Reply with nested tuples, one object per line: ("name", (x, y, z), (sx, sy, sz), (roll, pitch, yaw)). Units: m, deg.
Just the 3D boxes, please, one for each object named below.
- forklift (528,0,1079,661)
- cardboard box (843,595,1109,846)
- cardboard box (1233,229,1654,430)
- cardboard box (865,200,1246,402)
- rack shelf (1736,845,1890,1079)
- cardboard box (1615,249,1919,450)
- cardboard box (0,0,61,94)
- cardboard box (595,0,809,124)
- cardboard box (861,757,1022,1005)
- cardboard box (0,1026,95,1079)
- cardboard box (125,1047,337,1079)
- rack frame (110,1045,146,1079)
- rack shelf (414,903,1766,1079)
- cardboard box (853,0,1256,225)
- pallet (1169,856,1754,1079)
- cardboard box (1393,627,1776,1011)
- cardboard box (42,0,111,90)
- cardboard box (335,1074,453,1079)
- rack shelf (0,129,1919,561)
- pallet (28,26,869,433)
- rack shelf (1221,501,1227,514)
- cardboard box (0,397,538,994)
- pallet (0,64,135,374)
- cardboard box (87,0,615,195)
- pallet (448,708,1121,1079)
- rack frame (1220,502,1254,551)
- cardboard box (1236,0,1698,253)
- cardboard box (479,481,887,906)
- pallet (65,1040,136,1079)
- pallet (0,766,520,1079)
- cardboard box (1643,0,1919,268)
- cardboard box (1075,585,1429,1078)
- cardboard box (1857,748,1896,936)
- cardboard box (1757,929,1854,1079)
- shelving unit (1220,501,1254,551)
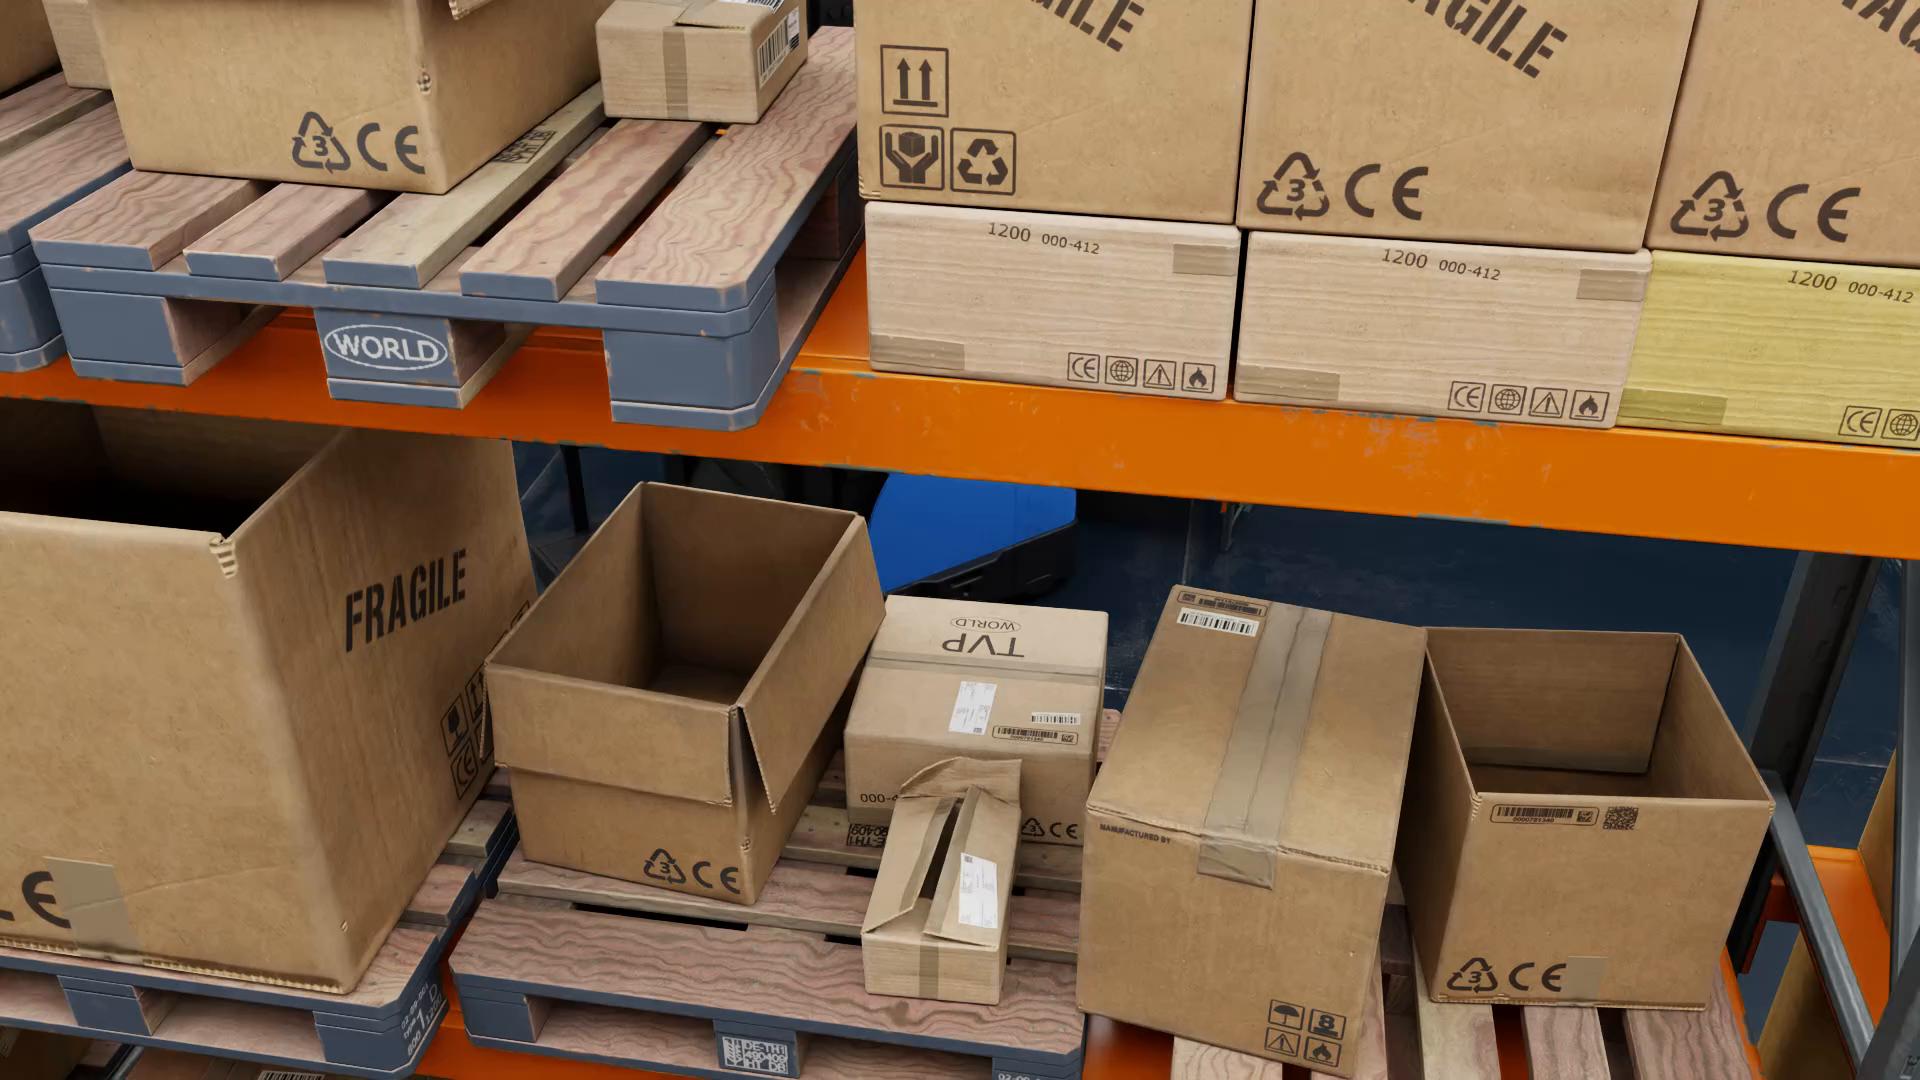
("forklift", (-1.016, -0.842, 5.833), (3.031, 2.935, 1.130), (-20, 37, -29))
("cardboard box", (0.048, 0.375, 3.570), (0.500, 0.250, 0.500), (4, 32, 7))
("cardboard box", (0.660, -0.400, 2.376), (0.500, 0.250, 0.500), (5, 32, 8))
("cardboard box", (0.165, -0.446, 2.450), (0.500, 0.250, 0.500), (6, 33, 10))
("rack shelf", (3.633, 1.243, 3.116), (4.000, 0.370, 1.077), (5, 32, 8))
("cardboard box", (1.151, -0.363, 2.317), (0.500, 0.250, 0.500), (5, 32, 8))
("cardboard box", (-1.835, -0.997, 2.696), (0.637, 0.503, 0.797), (4, 32, 6))
("cardboard box", (-0.417, -0.833, 2.751), (0.250, 0.166, 0.380), (4, 32, 7))
("cardboard box", (-0.028, 0.630, 3.146), (0.258, 0.266, 0.396), (4, 32, 7))
("cardboard box", (-2.670, 1.227, 4.423), (0.500, 0.500, 0.500), (4, 32, 7))
("cardboard box", (-1.680, 1.341, 4.221), (0.500, 0.500, 0.700), (3, 32, 4))
("rack frame", (-2.282, 0.402, 3.780), (0.127, 3.000, 1.000), (5, 32, 8))
("rack shelf", (-0.310, 0.886, 3.686), (4.000, 0.370, 1.077), (5, 32, 8))
("cardboard box", (0.156, -0.771, 2.262), (0.500, 0.500, 0.500), (6, 32, 9))
("pallet", (0.941, 0.833, 3.274), (1.003, 0.211, 1.213), (5, 32, 8))
("cardboard box", (1.122, 0.511, 3.116), (0.500, 0.500, 0.500), (1, 32, 2))
("cardboard box", (-1.338, -0.959, 2.858), (0.258, 0.266, 0.396), (6, 33, 10))
("cardboard box", (-1.213, 1.394, 4.138), (0.500, 0.500, 0.700), (5, 32, 8))
("rack shelf", (-0.310, -0.386, 2.890), (4.000, 0.370, 1.077), (5, 32, 8))
("pallet", (-0.668, -0.588, 2.712), (1.003, 0.211, 1.213), (5, 32, 8))
("rack shelf", (0.760, -0.446, 7.328), (1.000, 0.278, 0.538), (12, 30, 19))
("cardboard box", (-1.522, 0.114, 3.280), (1.000, 1.000, 1.000), (5, 32, 9))
("pallet", (-1.691, -0.679, 2.857), (1.003, 0.211, 1.213), (5, 32, 8))
("cardboard box", (-0.906, -0.914, 2.562), (0.637, 0.503, 0.797), (6, 33, 10))
("pallet", (-0.297, 0.685, 3.509), (1.213, 0.211, 1.003), (5, 32, 8))
("rack frame", (1.236, -0.557, 7.047), (0.032, 1.125, 0.500), (12, 30, 19))
("cardboard box", (0.641, -0.718, 2.178), (0.500, 0.500, 0.500), (5, 32, 8))
("cardboard box", (-0.558, 0.287, 3.472), (0.637, 0.503, 0.797), (8, 33, 13))
("pallet", (-2.950, 1.543, 4.587), (1.213, 0.211, 1.003), (5, 32, 8))
("pallet", (-1.553, 0.628, 3.601), (1.213, 0.211, 1.003), (5, 32, 8))
("cardboard box", (1.149, -0.678, 2.114), (0.500, 0.500, 0.500), (6, 33, 9))
("cardboard box", (0.555, 0.514, 3.112), (0.500, 0.500, 0.700), (10, 33, 15))
("cardboard box", (2.189, 0.631, 3.320), (0.500, 0.500, 0.500), (6, 33, 10))
("cardboard box", (2.338, 1.554, 3.547), (0.875, 0.875, 1.225), (4, 32, 6))
("shelving unit", (0.766, -0.660, 7.211), (1.048, 1.125, 0.538), (12, 30, 19))
